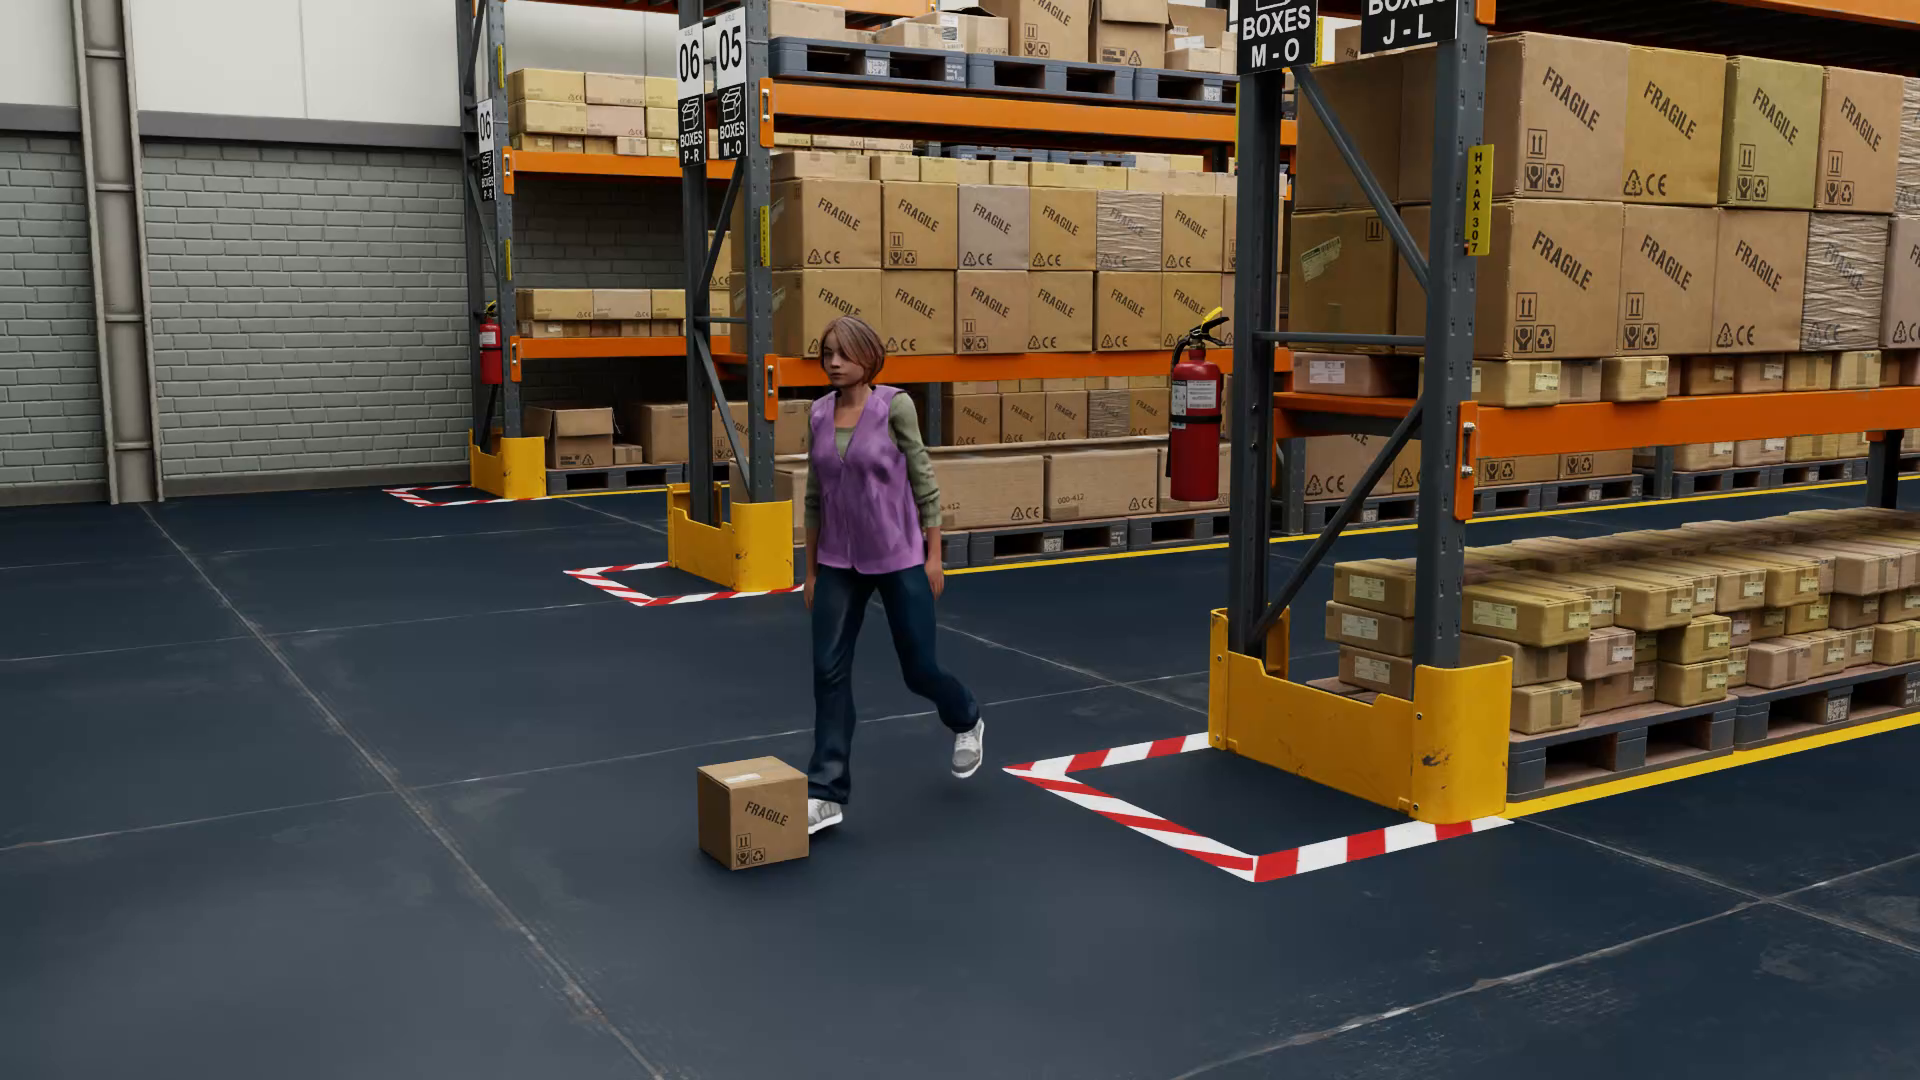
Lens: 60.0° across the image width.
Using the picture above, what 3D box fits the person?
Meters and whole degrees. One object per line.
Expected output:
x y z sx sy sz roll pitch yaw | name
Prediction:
-0.263 0.082 5.226 0.481 1.570 0.836 4 9 24 | person
